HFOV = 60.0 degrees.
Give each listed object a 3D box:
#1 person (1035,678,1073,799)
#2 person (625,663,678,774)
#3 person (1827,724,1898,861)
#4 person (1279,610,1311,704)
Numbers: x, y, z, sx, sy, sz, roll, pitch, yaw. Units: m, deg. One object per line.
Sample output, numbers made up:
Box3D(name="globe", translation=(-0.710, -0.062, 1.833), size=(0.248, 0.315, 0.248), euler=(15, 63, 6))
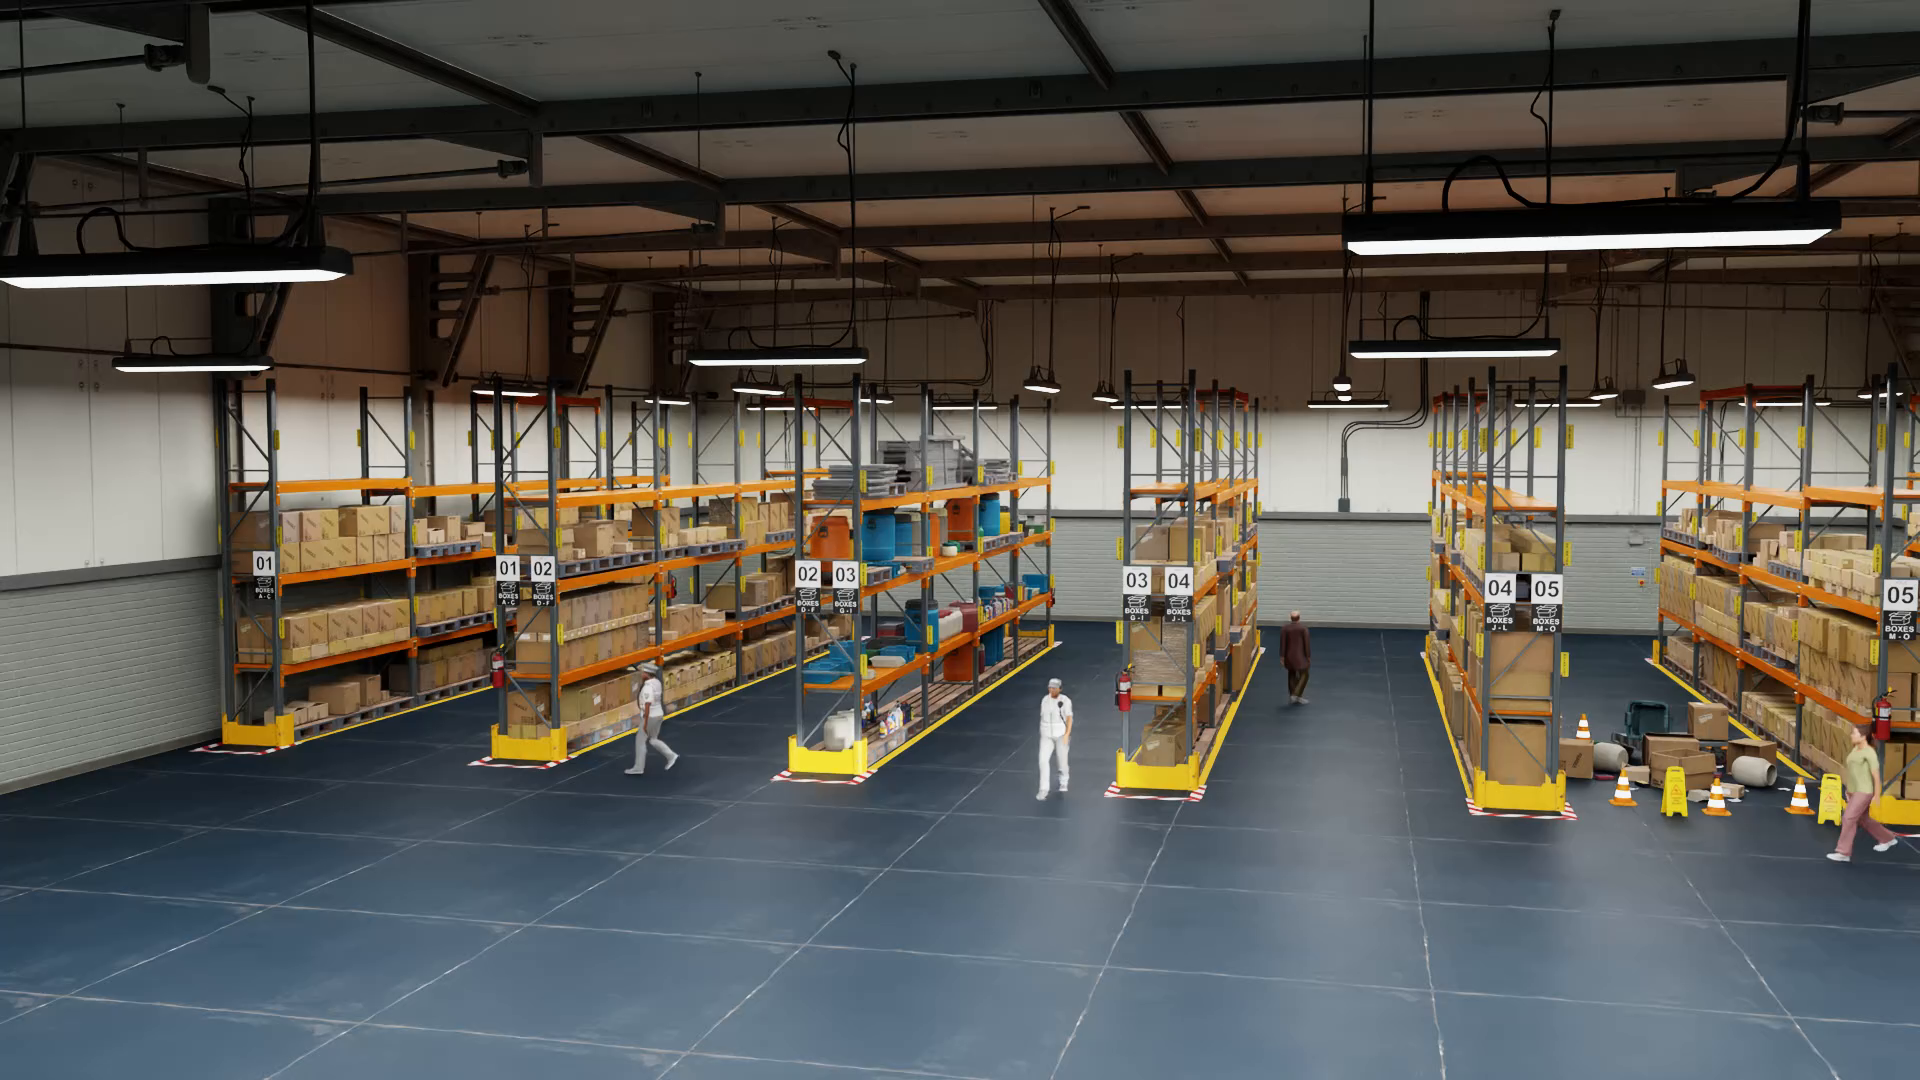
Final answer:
Box3D(name="person", translation=(1.343, 2.769, 23.380), size=(0.495, 1.640, 0.821), euler=(1, 4, 19))
Box3D(name="person", translation=(-4.624, 2.670, 24.924), size=(0.776, 1.656, 0.479), euler=(1, 3, 10))
Box3D(name="person", translation=(10.756, 2.992, 19.750), size=(0.996, 1.625, 0.448), euler=(0, 3, -8))
Box3D(name="person", translation=(6.361, 2.225, 31.577), size=(0.615, 1.776, 0.609), euler=(2, 4, 29))
